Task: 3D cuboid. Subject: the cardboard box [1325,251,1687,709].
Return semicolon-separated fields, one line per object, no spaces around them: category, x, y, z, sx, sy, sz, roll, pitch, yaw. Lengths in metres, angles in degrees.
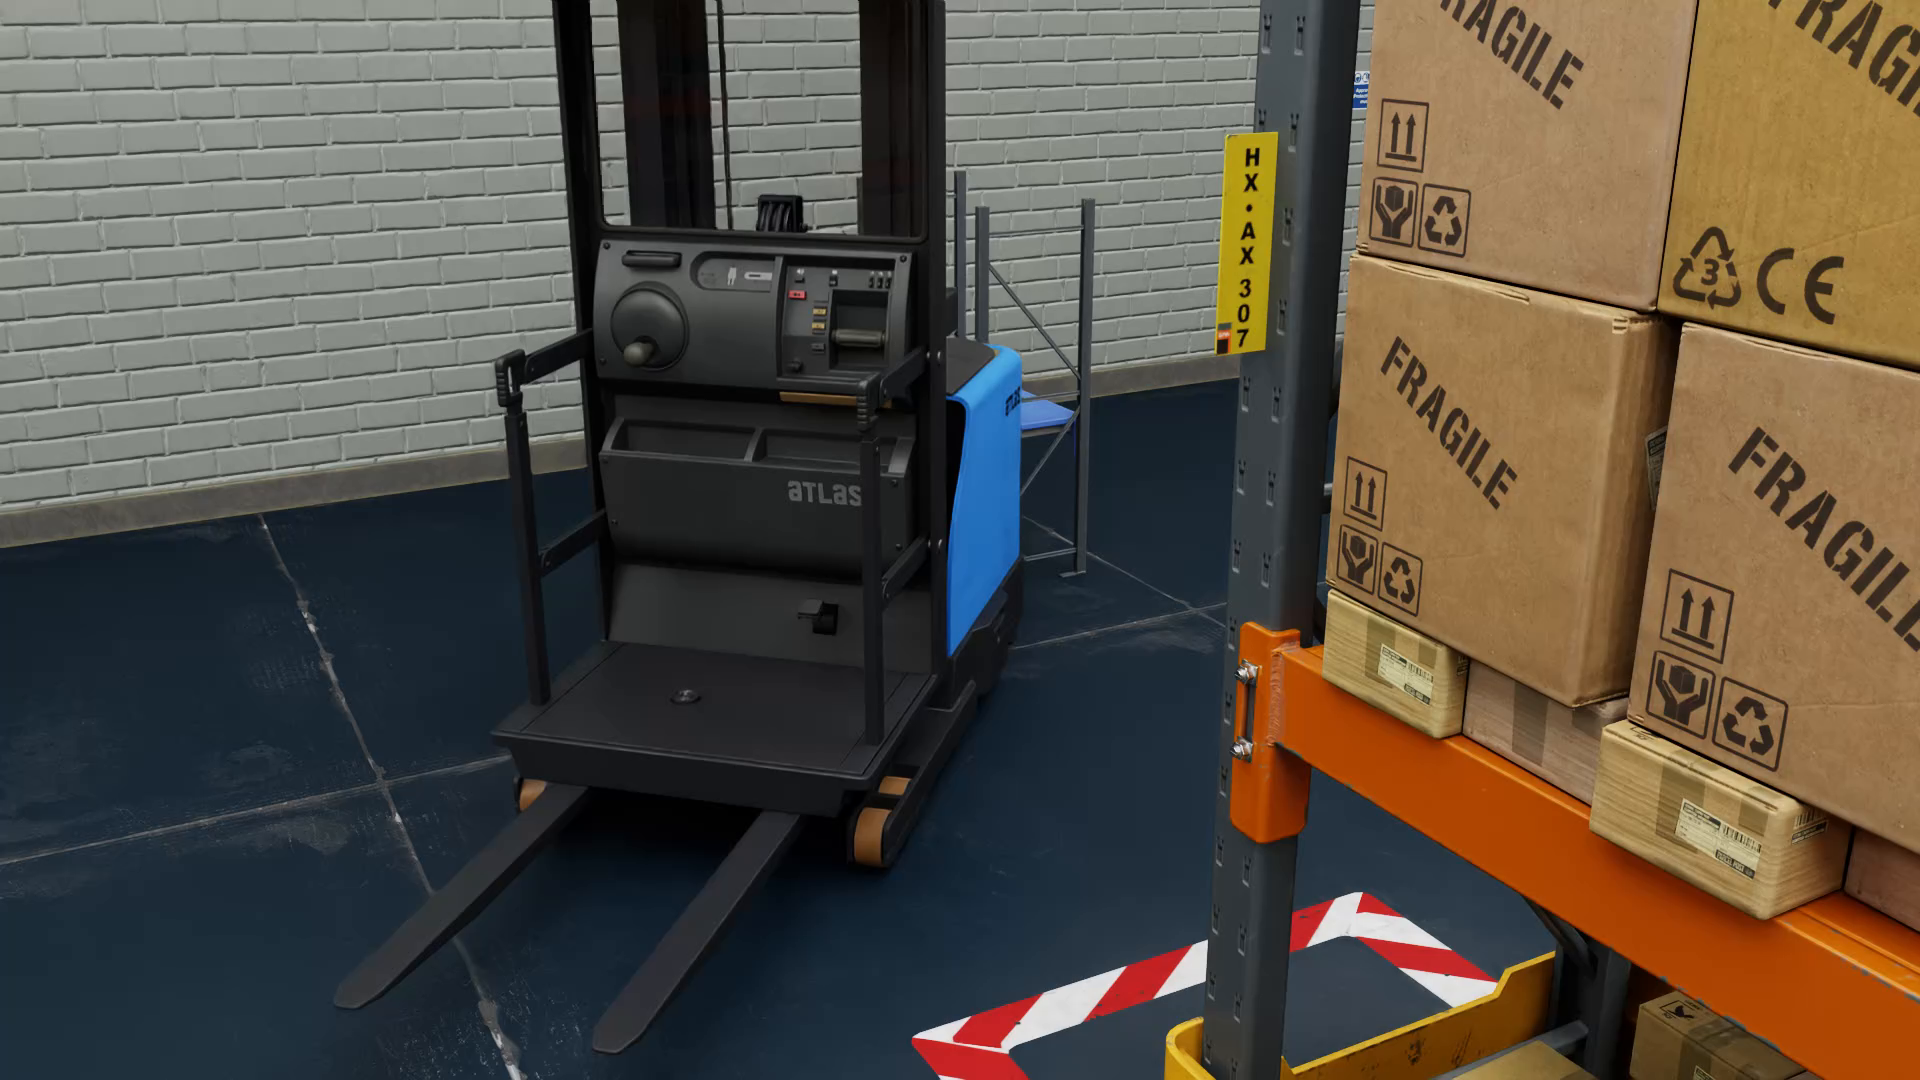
cardboard box;0.877;-0.131;2.303;0.500;0.500;0.500;-9;21;-24

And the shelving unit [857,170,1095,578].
shelving unit;0.041;-0.684;6.816;0.538;1.500;1.048;-10;21;-27

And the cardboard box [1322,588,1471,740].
cardboard box;0.772;0.148;2.489;0.380;0.149;0.250;-10;21;-27

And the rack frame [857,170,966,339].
rack frame;-0.201;-0.830;7.239;0.500;1.500;0.032;-10;21;-27

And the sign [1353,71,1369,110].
sign;2.445;-2.663;9.837;0.327;0.218;0.001;-10;21;-27

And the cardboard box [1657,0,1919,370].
cardboard box;1.131;-0.461;1.727;0.500;0.500;0.500;-9;21;-25

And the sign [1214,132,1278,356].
sign;0.429;-0.440;2.480;0.100;0.325;0.005;-10;21;-27

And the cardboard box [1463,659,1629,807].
cardboard box;0.929;0.215;2.296;0.380;0.149;0.250;-9;21;-25

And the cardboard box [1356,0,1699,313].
cardboard box;0.886;-0.605;2.144;0.500;0.500;0.500;-10;21;-27

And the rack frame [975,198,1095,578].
rack frame;0.282;-0.539;6.393;0.500;1.500;0.032;-10;21;-27

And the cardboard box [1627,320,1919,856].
cardboard box;1.153;0.019;1.869;0.500;0.500;0.500;-10;21;-27

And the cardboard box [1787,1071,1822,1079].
cardboard box;1.450;0.947;2.603;0.380;0.149;0.250;-10;21;-26

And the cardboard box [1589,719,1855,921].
cardboard box;1.010;0.300;2.048;0.380;0.149;0.250;-11;22;-28

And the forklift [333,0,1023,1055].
forklift;-0.639;-0.629;4.461;1.130;2.935;3.031;5;20;14

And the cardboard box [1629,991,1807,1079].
cardboard box;1.381;0.866;2.838;0.380;0.149;0.250;-10;21;-26

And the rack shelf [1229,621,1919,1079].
rack shelf;1.856;0.800;1.318;1.077;0.370;4.000;-10;21;-27

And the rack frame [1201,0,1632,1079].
rack frame;0.904;-0.114;2.863;0.949;2.616;0.053;-10;21;-27

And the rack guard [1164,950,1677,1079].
rack guard;0.943;1.089;3.209;1.175;0.500;0.348;-10;21;-27

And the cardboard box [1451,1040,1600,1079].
cardboard box;0.856;0.956;2.576;0.380;0.149;0.250;-11;22;-29

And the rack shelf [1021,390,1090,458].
rack shelf;0.041;-0.514;6.874;0.538;0.185;1.000;-10;21;-27

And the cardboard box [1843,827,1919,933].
cardboard box;1.254;0.353;1.894;0.380;0.149;0.250;-9;21;-24
